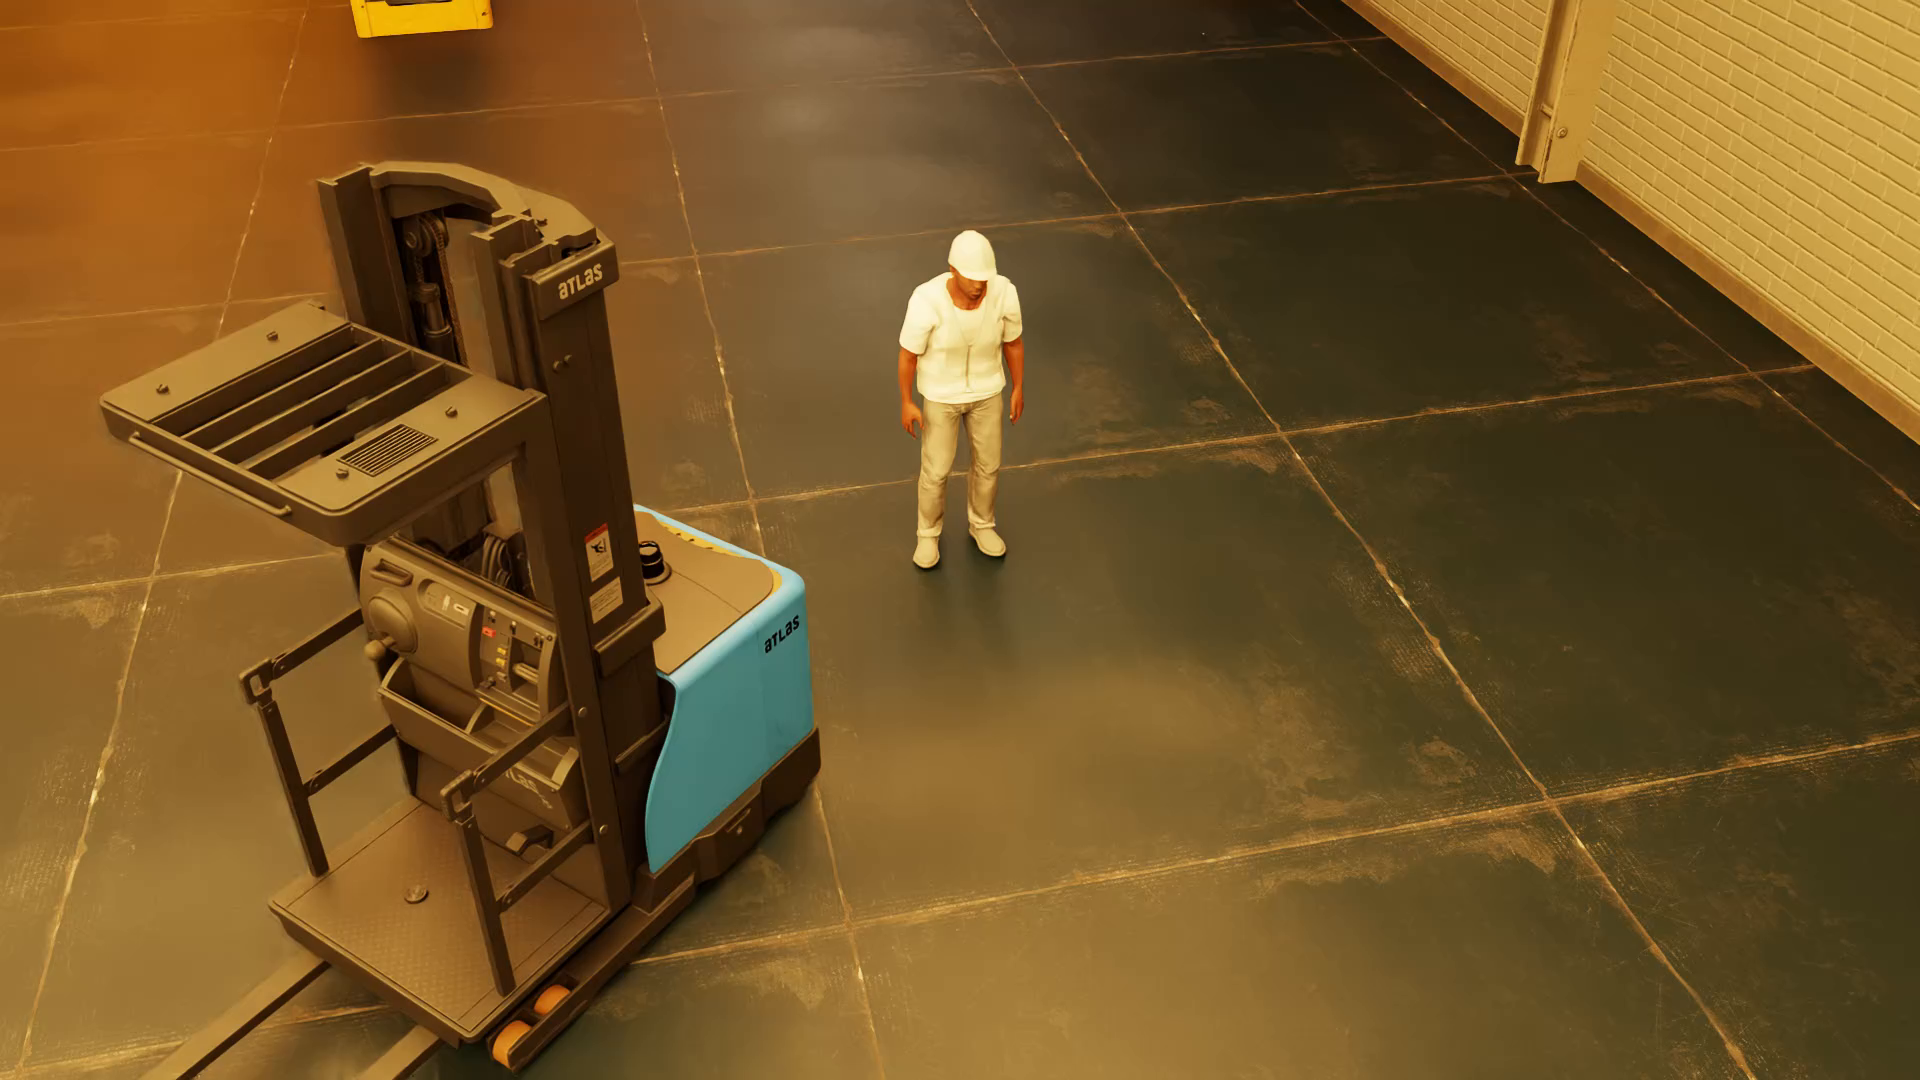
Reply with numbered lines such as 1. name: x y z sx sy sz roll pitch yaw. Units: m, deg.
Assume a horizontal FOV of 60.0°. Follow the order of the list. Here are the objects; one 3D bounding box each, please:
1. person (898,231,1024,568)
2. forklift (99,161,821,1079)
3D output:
1. person: 0.017 -0.691 8.017 0.626 1.760 0.460 -9 37 -12
2. forklift: -1.834 0.377 5.527 1.130 2.935 3.031 22 41 27
